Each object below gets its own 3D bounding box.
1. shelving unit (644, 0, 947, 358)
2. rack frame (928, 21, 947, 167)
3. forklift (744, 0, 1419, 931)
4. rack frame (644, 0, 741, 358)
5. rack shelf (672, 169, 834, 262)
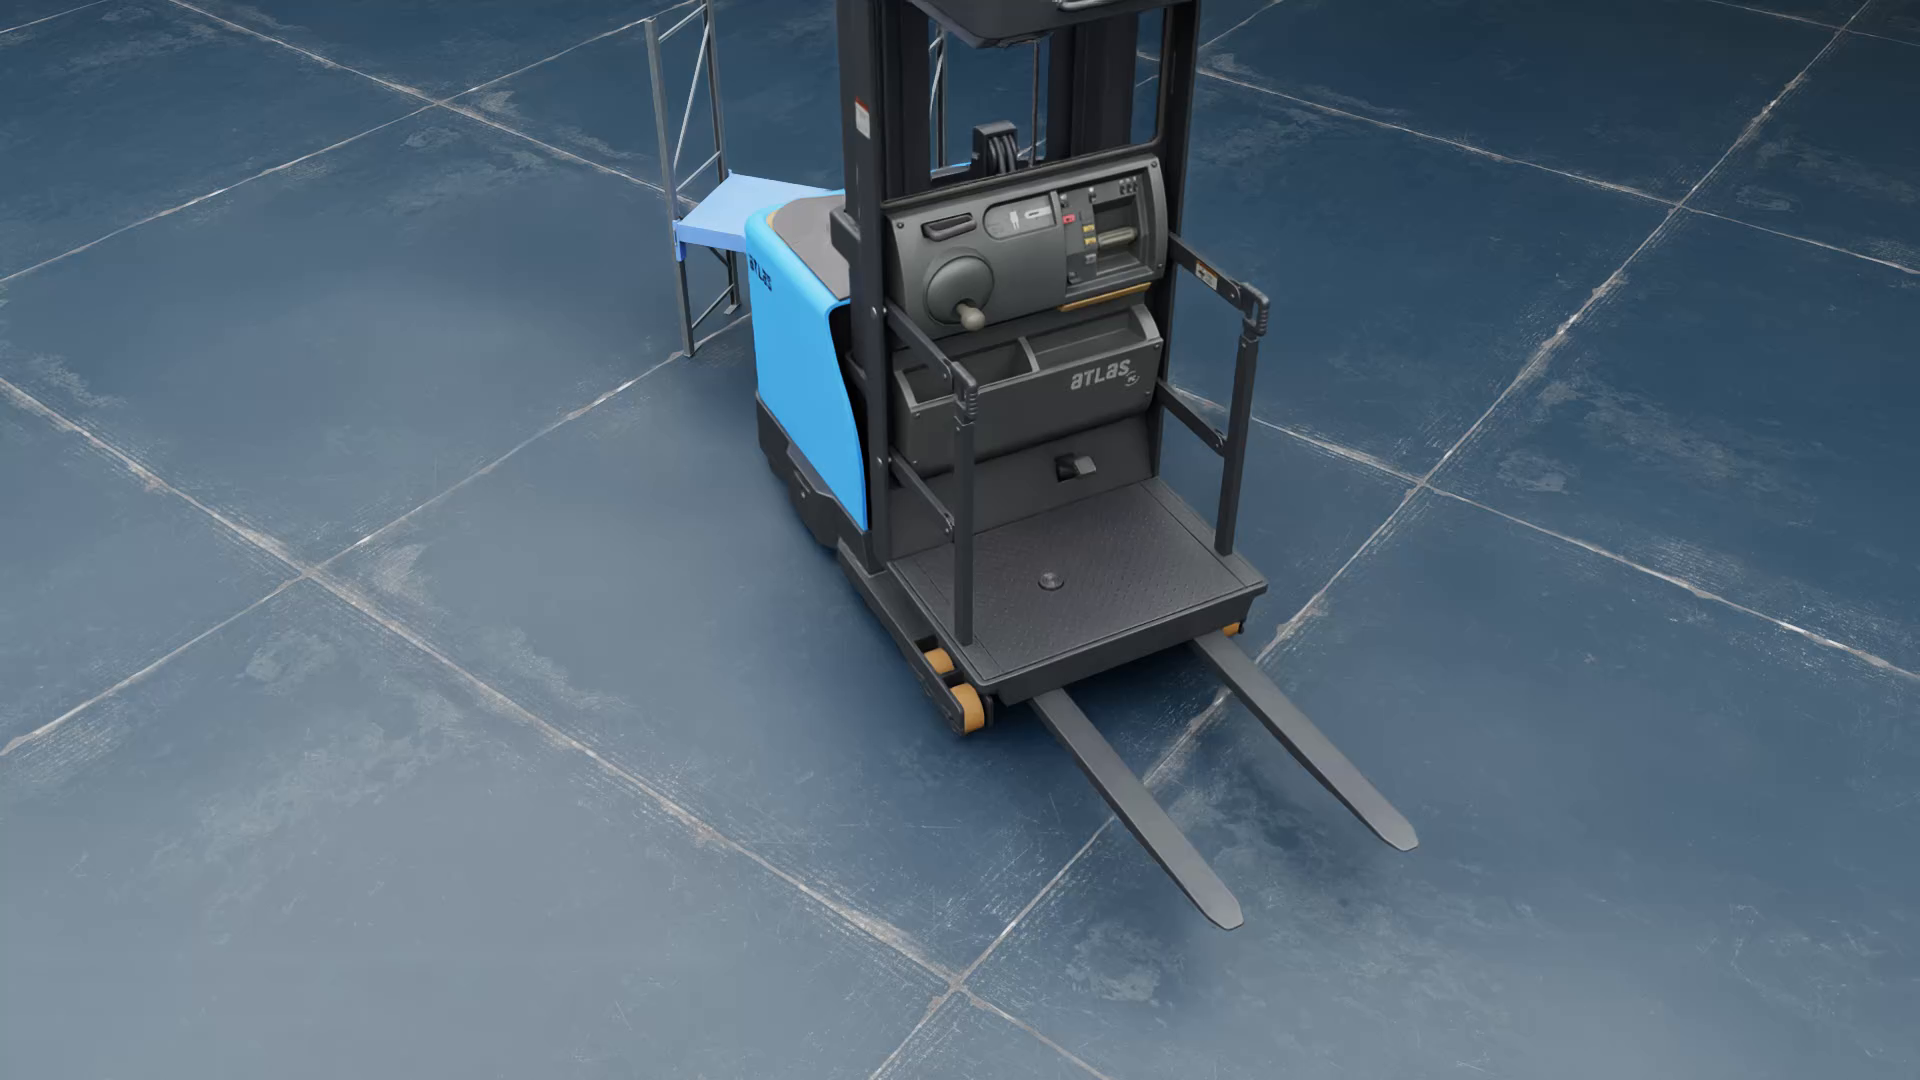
[{"bbox_3d":[-0.630,-1.428,6.857,1.048,1.500,0.538,13,40,16],"label":"shelving unit"},{"bbox_3d":[-0.152,-1.320,6.720,0.032,1.500,0.500,13,40,16],"label":"rack frame"},{"bbox_3d":[0.327,-0.837,4.941,1.130,2.935,3.031,-18,41,-21],"label":"forklift"},{"bbox_3d":[-1.107,-1.535,6.994,0.032,1.500,0.500,13,40,16],"label":"rack frame"},{"bbox_3d":[-0.630,-1.286,6.968,1.000,0.185,0.538,13,40,16],"label":"rack shelf"}]
